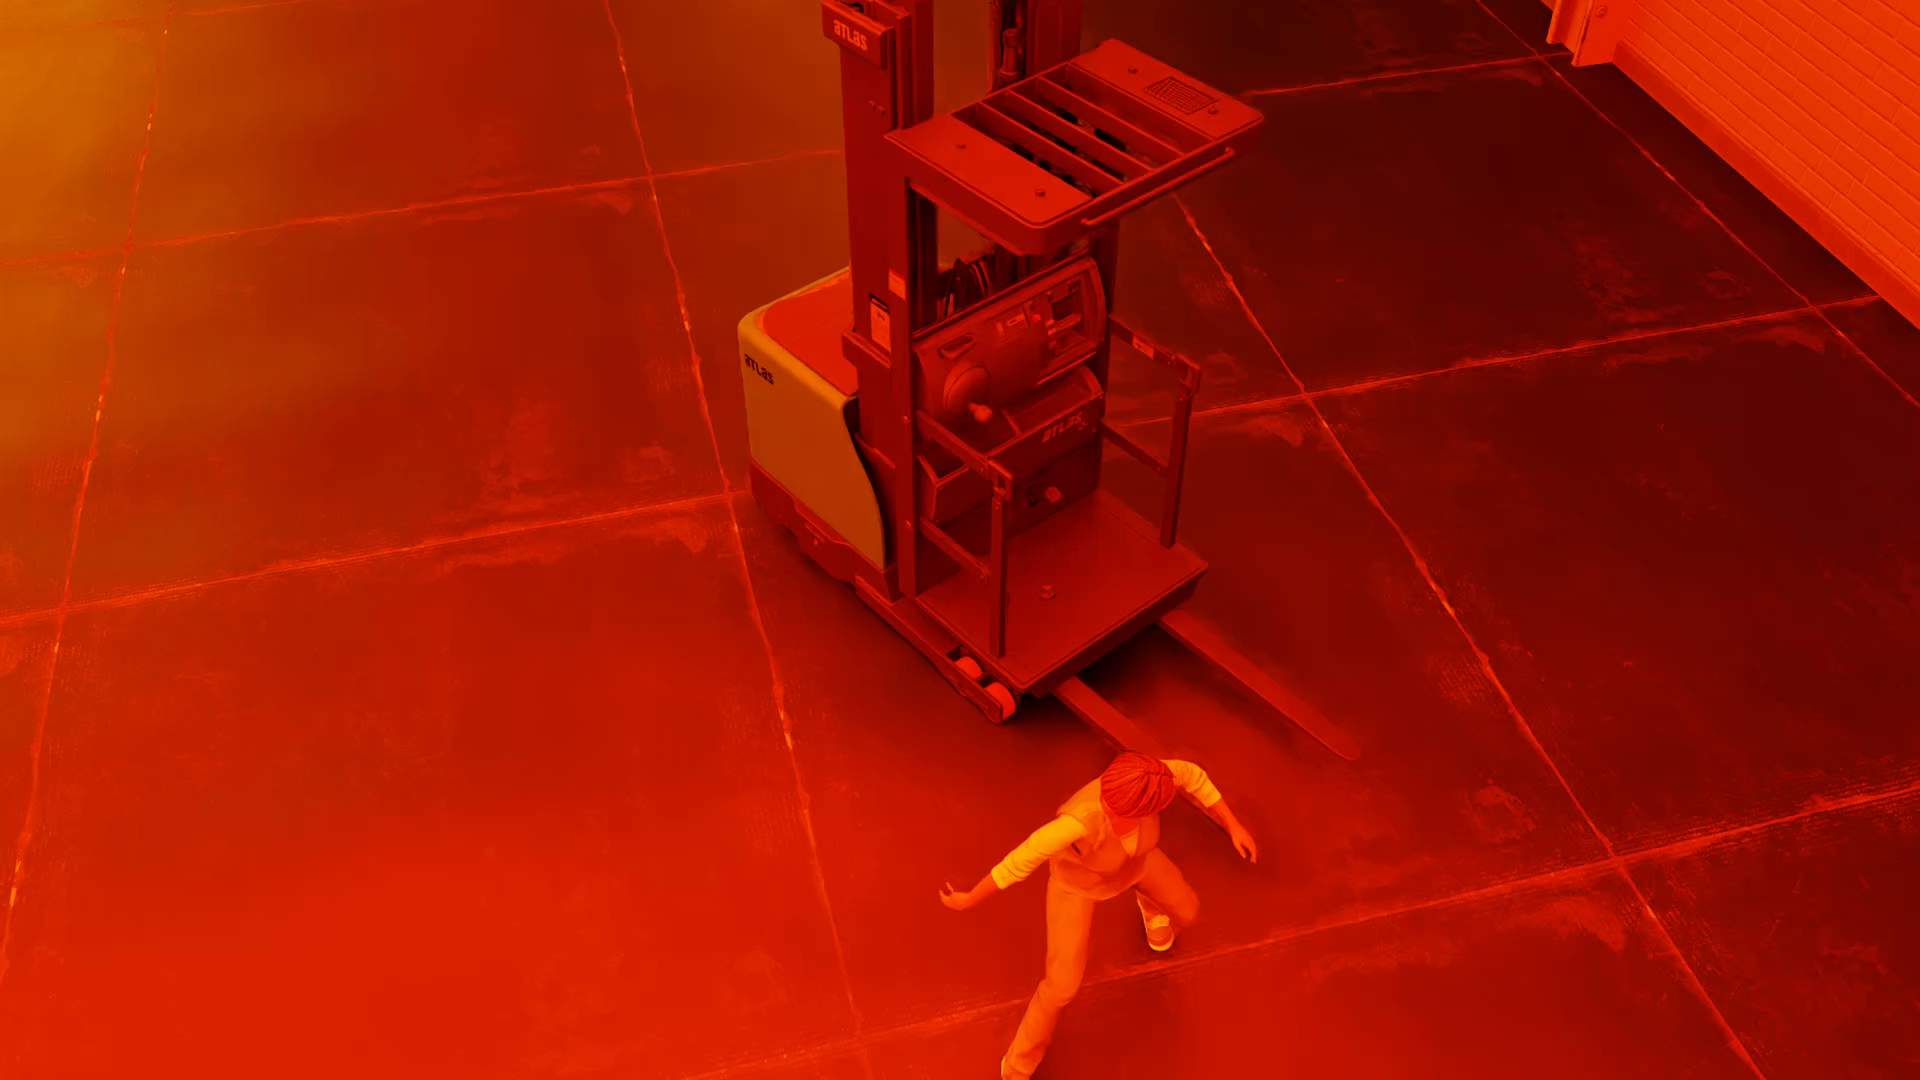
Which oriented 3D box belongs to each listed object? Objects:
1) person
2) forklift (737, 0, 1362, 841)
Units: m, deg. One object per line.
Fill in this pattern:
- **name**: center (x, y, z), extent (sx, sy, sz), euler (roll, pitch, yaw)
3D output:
- **person**: center (0.454, 1.183, 5.541), extent (0.960, 1.530, 0.519), euler (-22, 48, -21)
- **forklift**: center (0.352, -0.699, 6.385), extent (1.130, 2.935, 3.031), euler (-31, 51, -28)
